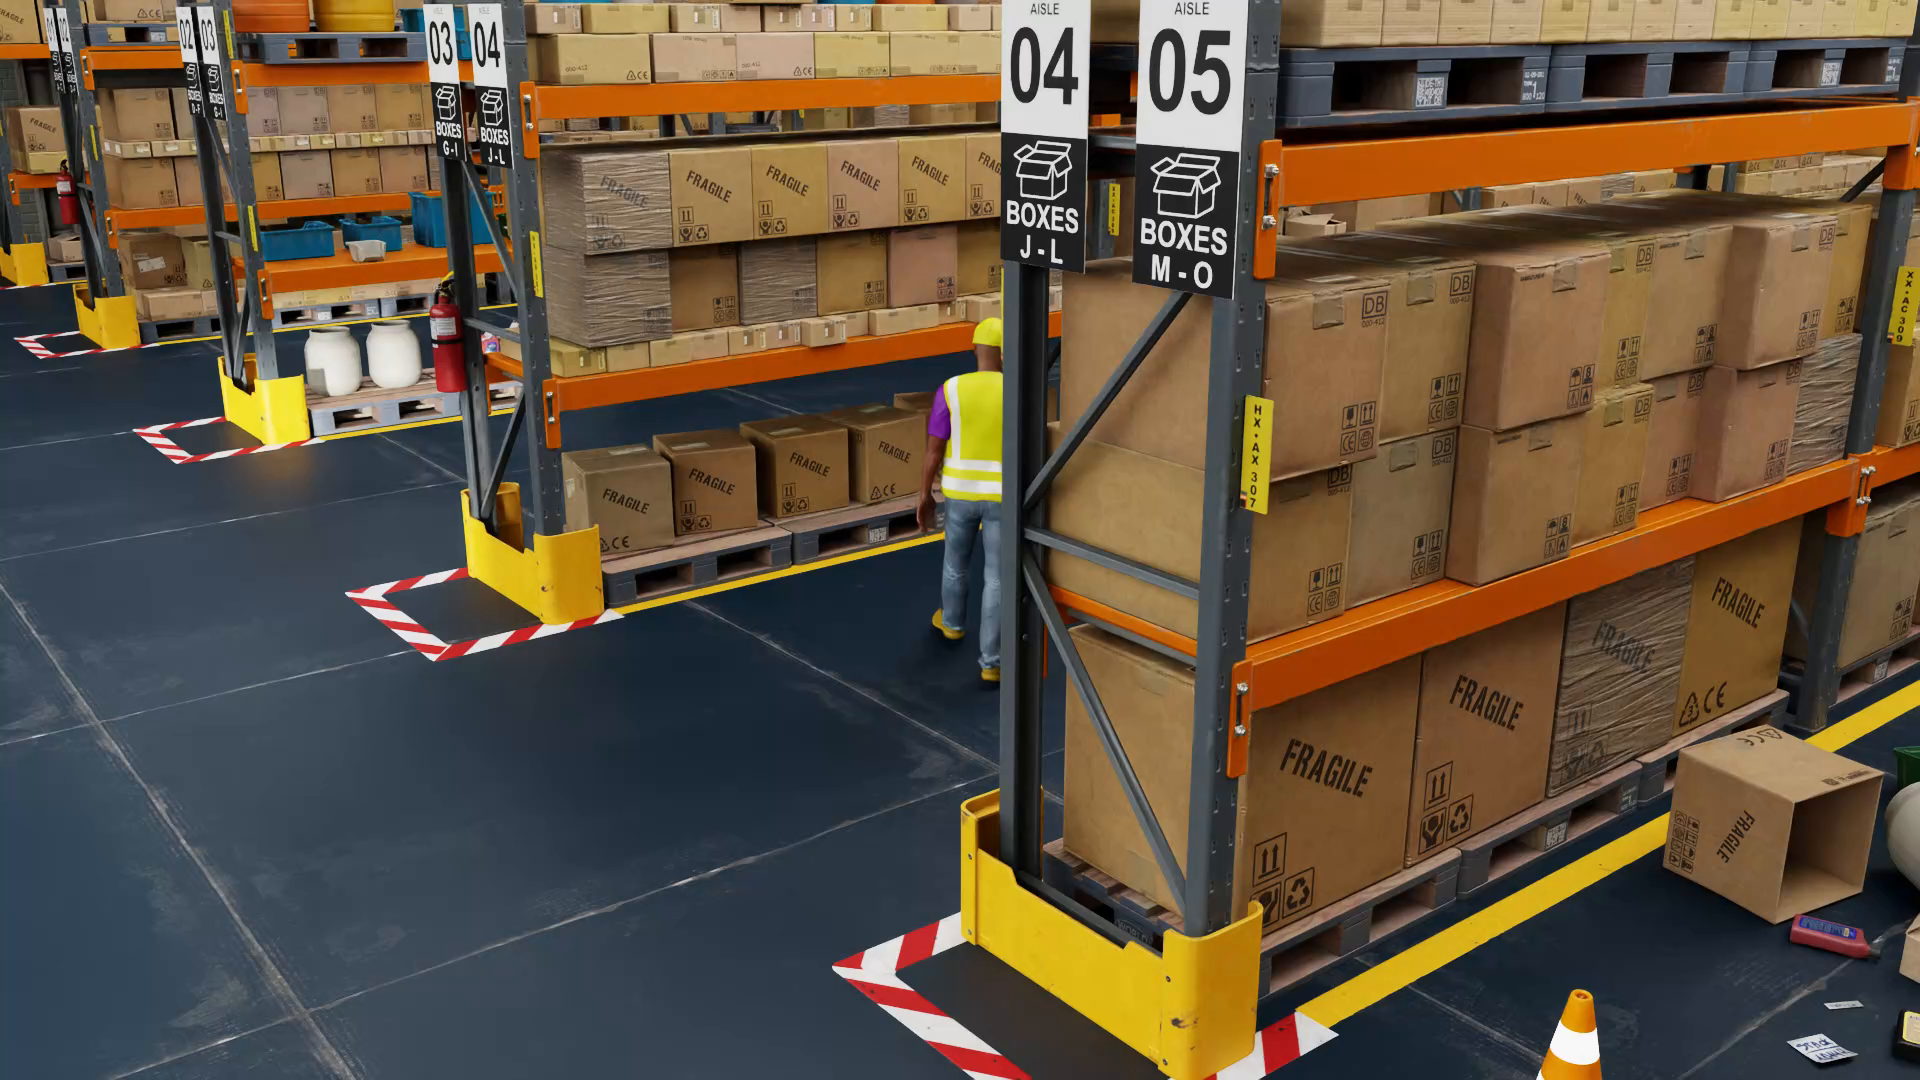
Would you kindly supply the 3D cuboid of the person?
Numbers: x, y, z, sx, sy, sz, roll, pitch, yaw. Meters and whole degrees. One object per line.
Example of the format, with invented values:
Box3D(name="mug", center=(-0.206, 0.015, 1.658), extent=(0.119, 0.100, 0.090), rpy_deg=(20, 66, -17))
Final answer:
Box3D(name="person", center=(0.126, -0.253, 8.294), extent=(0.645, 1.722, 0.917), rpy_deg=(3, 18, 8))
